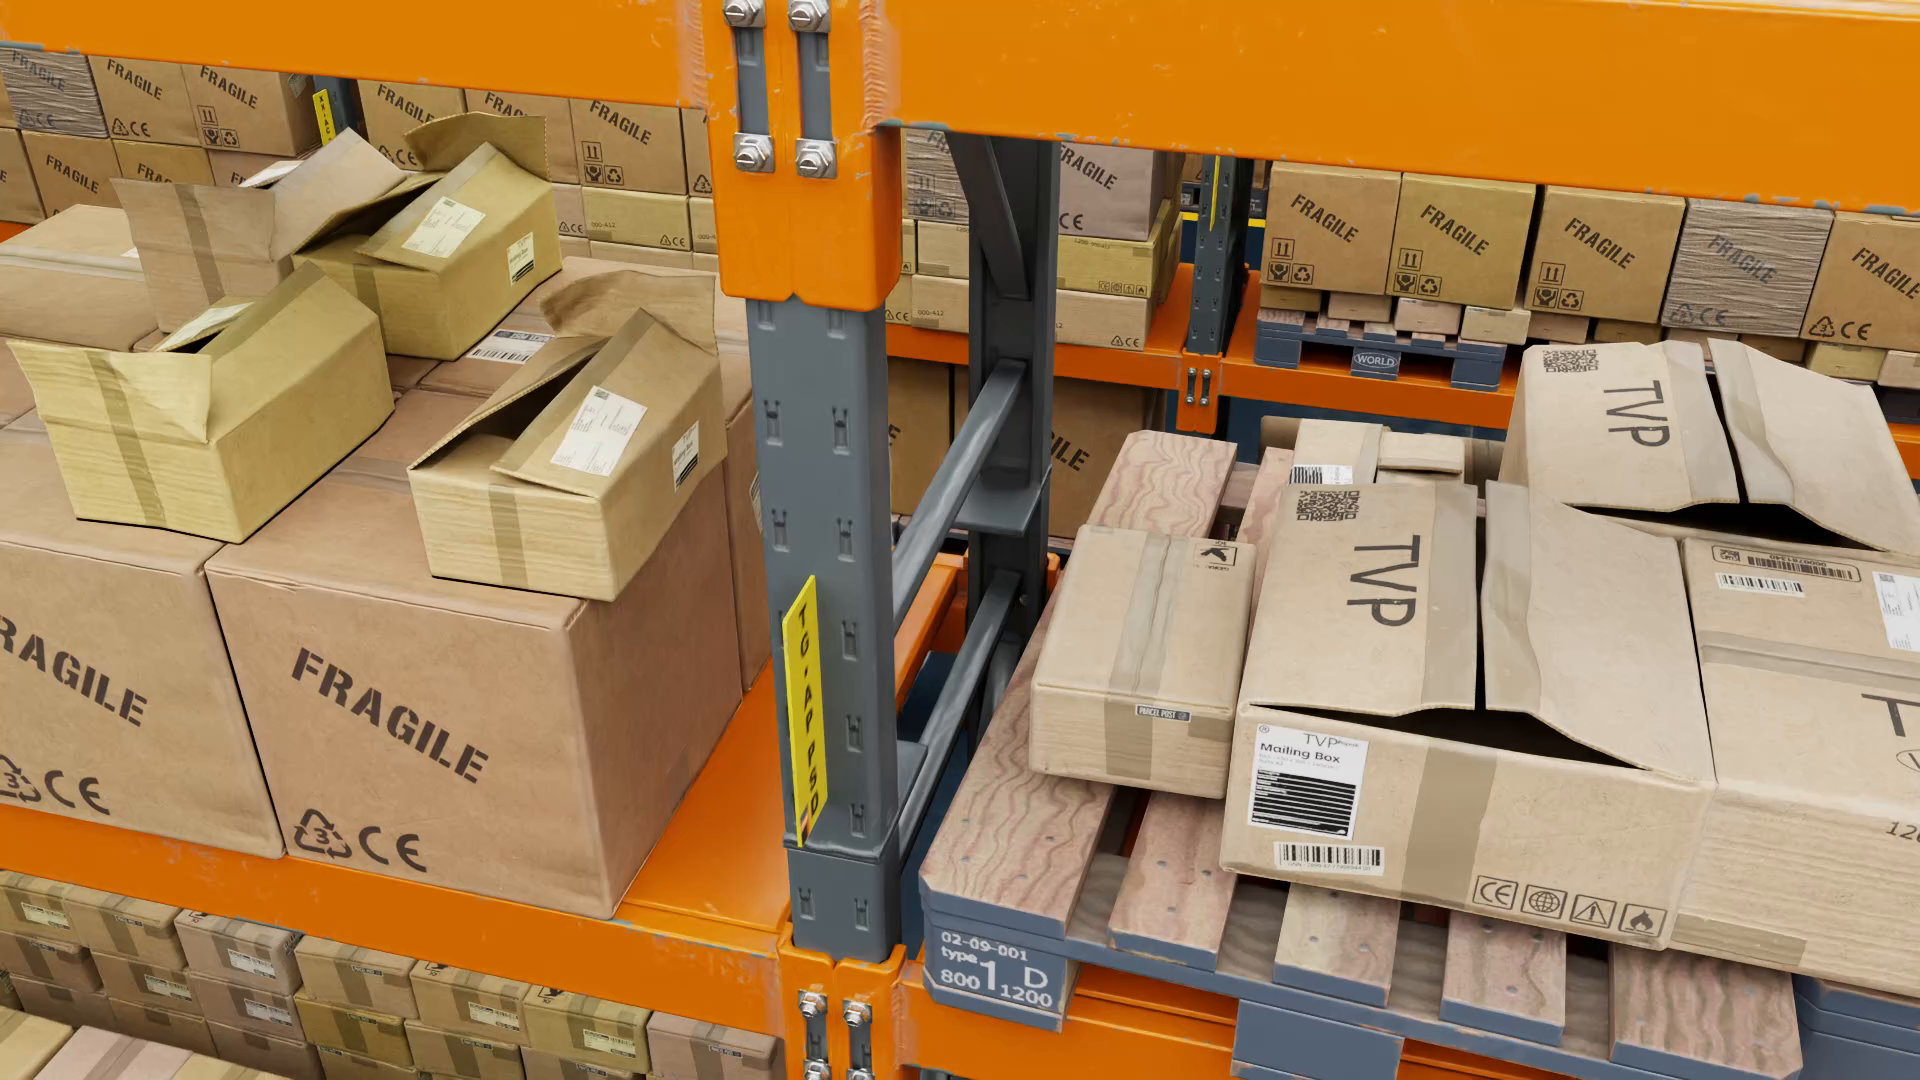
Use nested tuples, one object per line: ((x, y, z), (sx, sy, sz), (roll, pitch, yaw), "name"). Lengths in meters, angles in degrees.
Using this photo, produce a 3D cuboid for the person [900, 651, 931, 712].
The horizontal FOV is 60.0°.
((-0.435, 0.037, 6.540), (0.652, 1.768, 0.539), (-3, 33, -5), "person")
